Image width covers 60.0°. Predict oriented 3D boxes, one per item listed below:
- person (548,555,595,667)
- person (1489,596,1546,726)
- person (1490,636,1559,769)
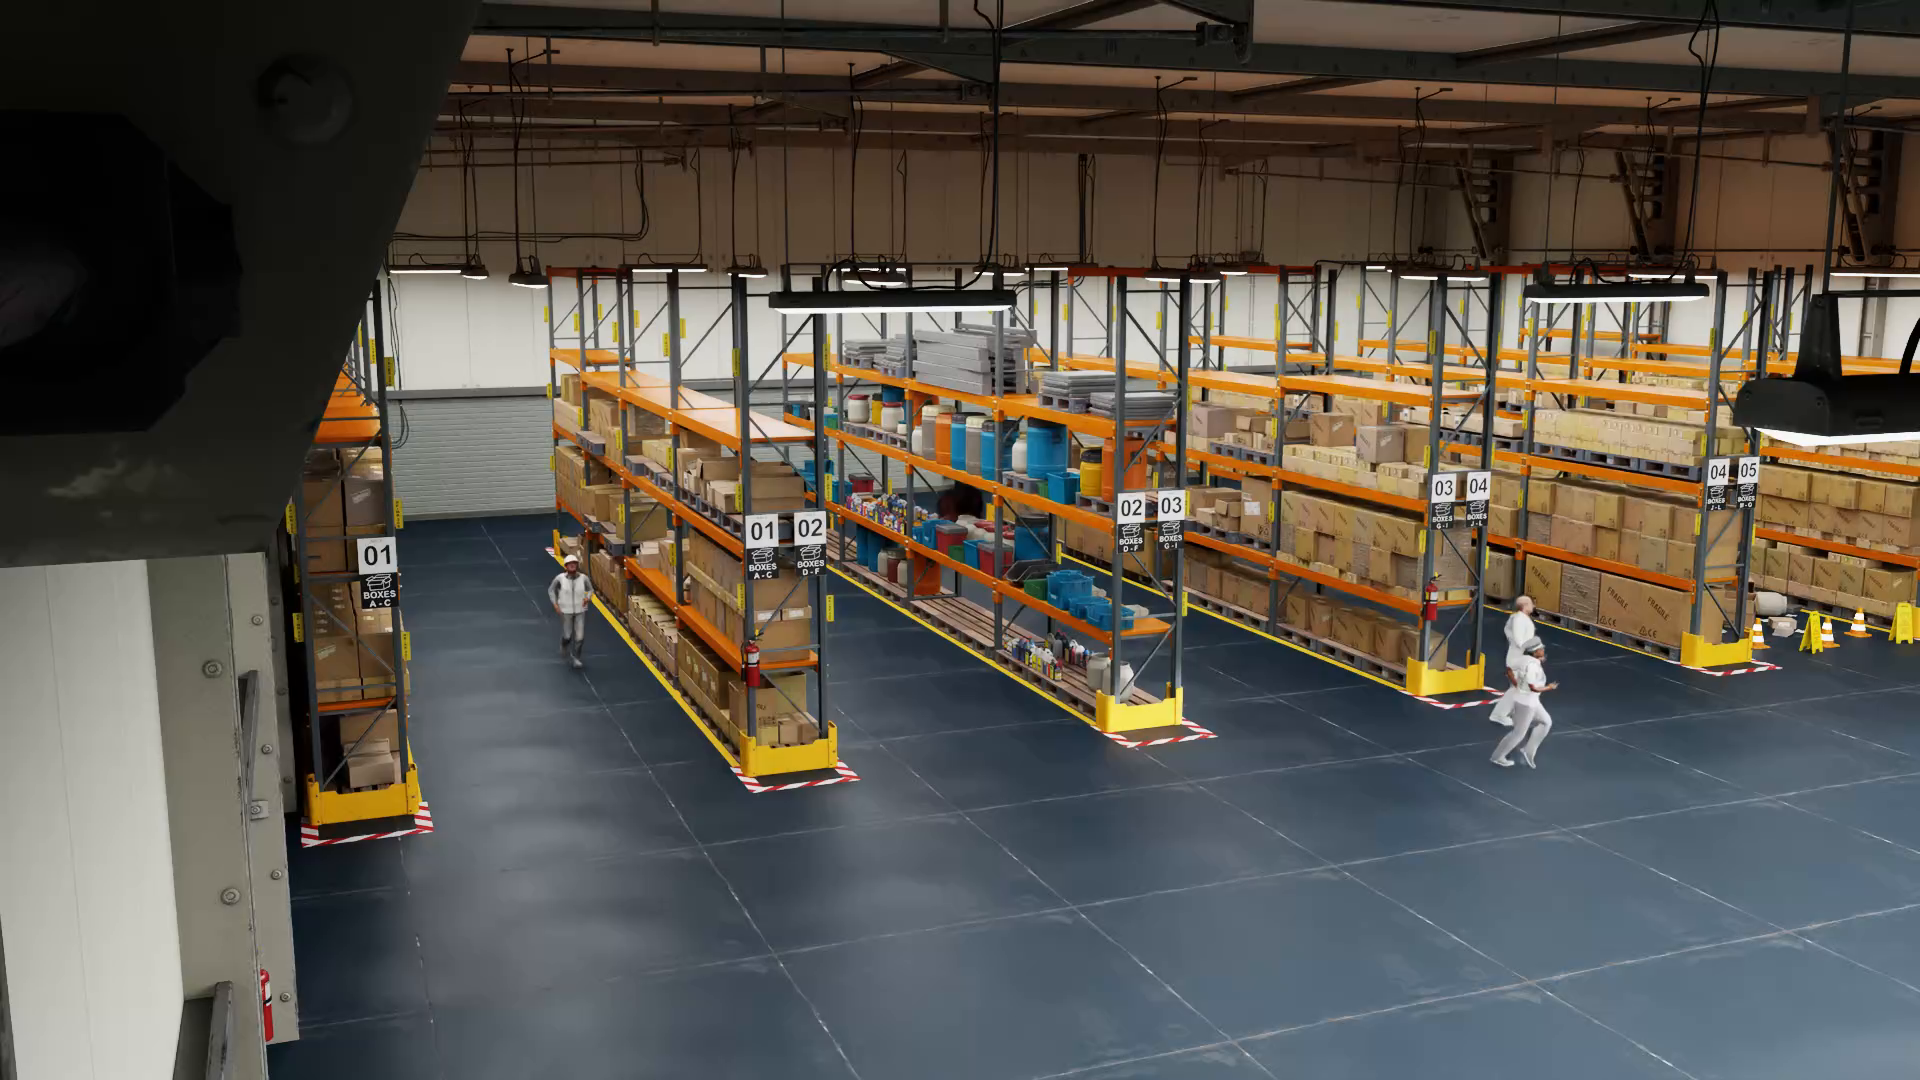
[{"bbox_3d":[-5.926,1.087,25.456,0.688,1.739,0.593,-4,11,-19],"label":"person"},{"bbox_3d":[7.549,1.610,22.402,0.680,1.729,0.735,4,11,23],"label":"person"},{"bbox_3d":[6.912,2.008,20.339,0.745,1.708,0.560,2,10,13],"label":"person"}]
